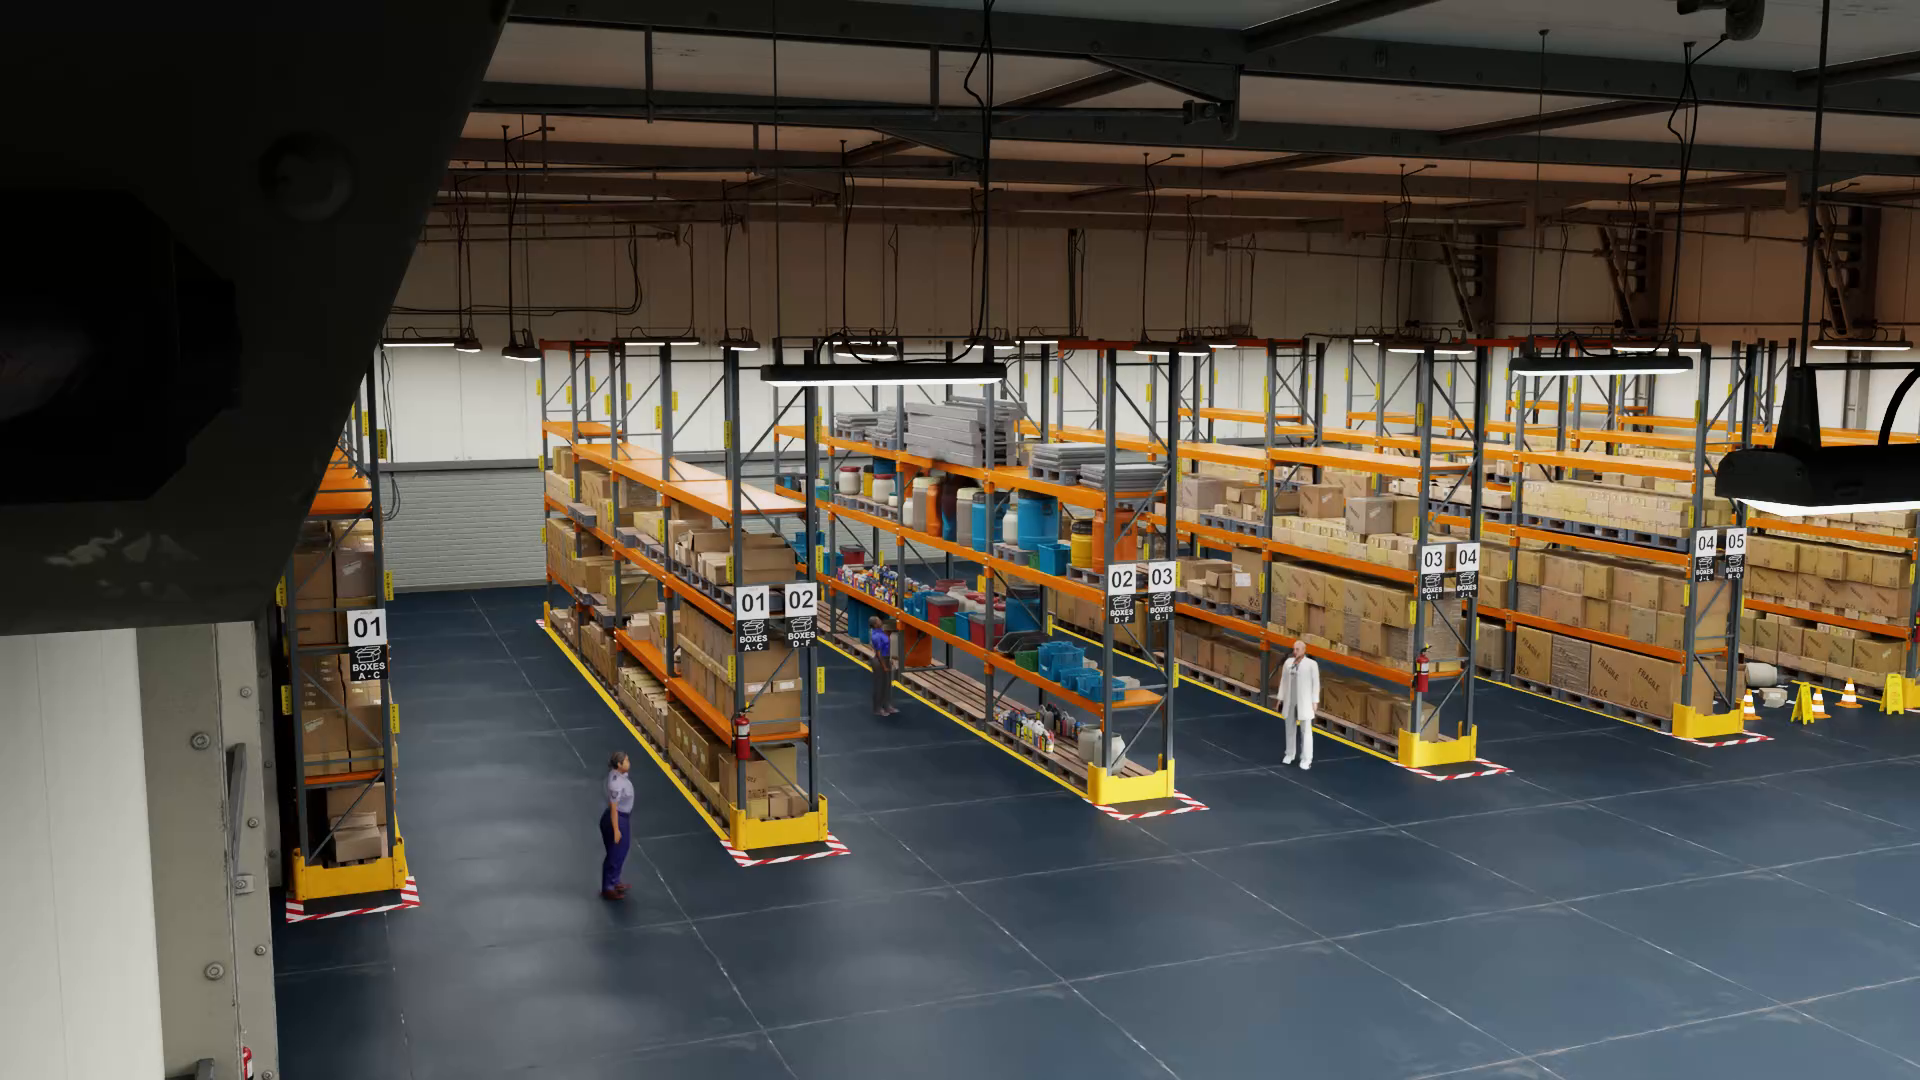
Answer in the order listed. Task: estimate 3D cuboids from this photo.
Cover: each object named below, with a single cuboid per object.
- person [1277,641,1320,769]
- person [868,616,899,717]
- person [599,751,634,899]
[{"bbox_3d":[4.835,2.347,23.925,0.626,1.802,0.407,7,10,42],"label":"person"},{"bbox_3d":[-1.249,2.022,26.922,0.406,1.633,0.541,3,8,20],"label":"person"},{"bbox_3d":[-3.803,3.137,18.424,0.382,1.645,0.614,-1,7,-5],"label":"person"}]
